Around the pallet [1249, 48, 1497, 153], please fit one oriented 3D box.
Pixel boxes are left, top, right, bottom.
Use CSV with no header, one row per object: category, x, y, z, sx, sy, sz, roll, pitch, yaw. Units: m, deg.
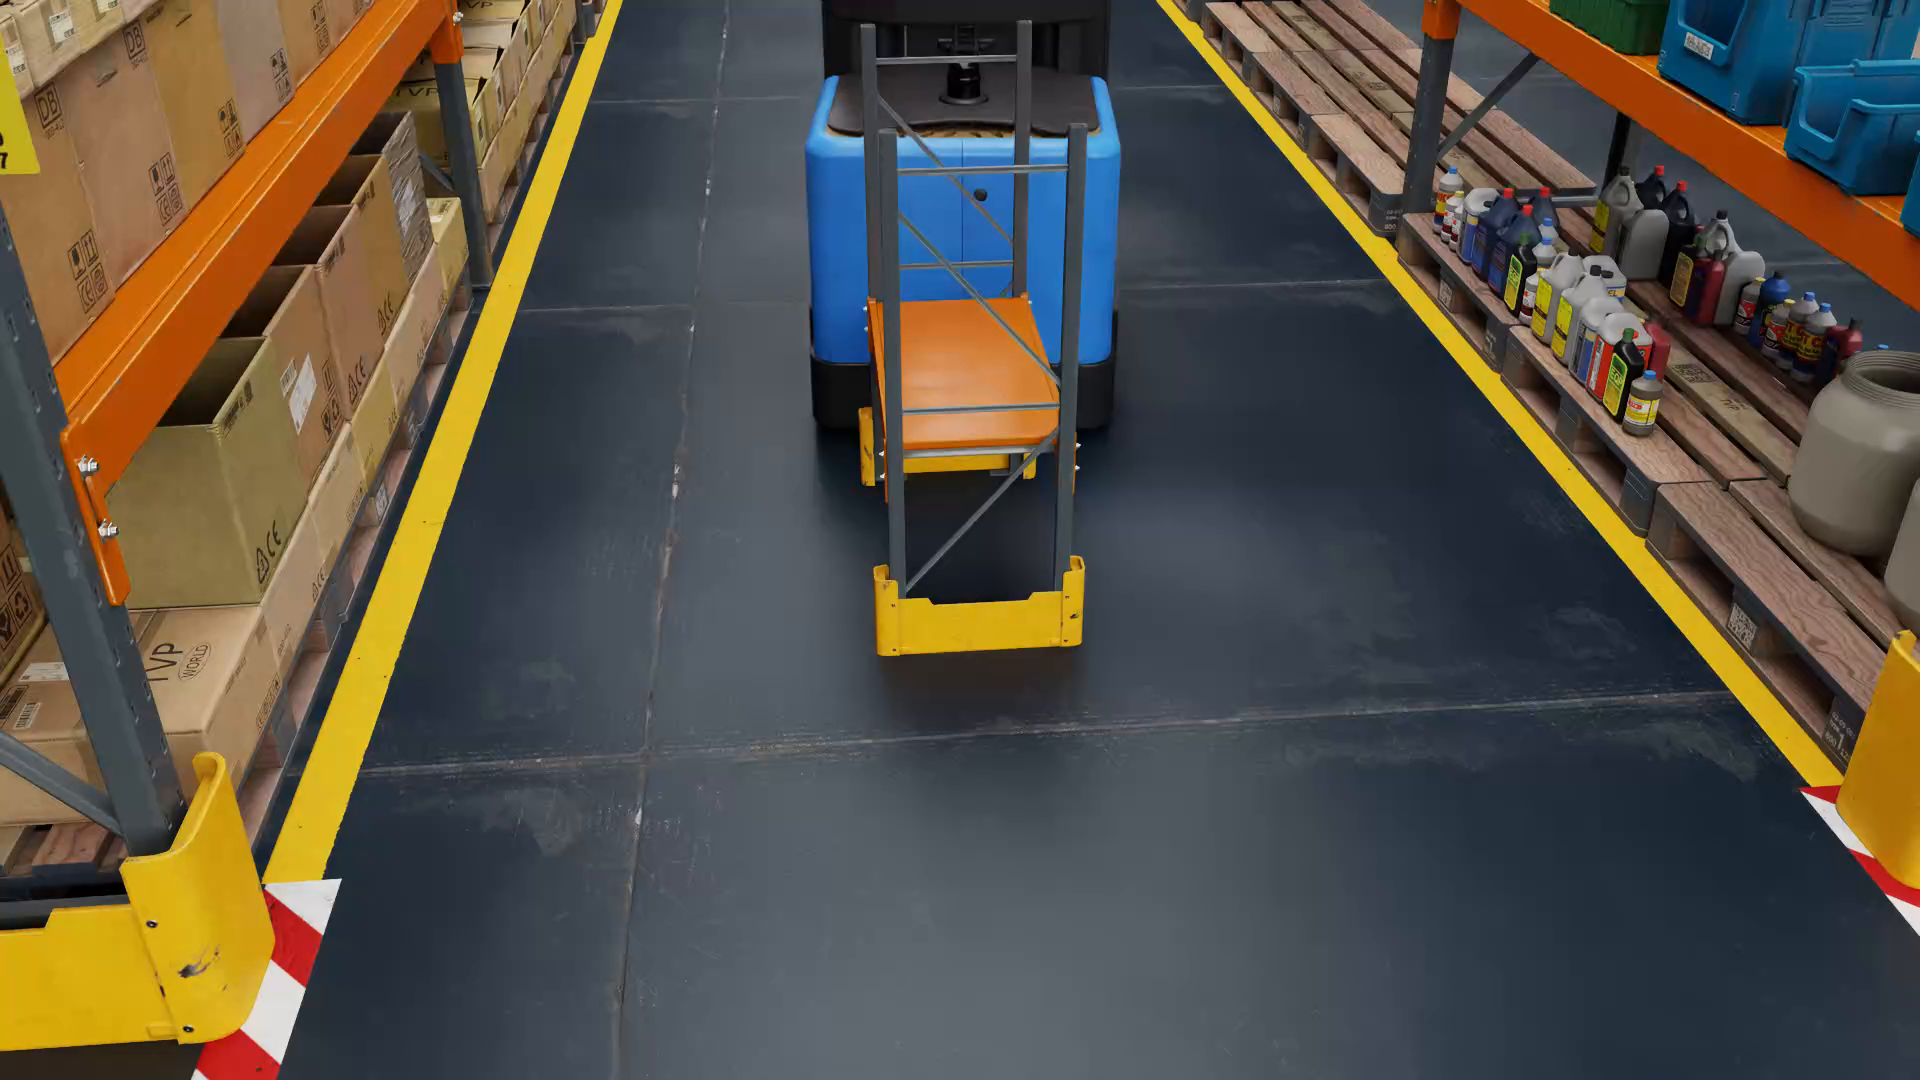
pallet,2.217,-2.415,9.087,1.003,0.211,1.213,-3,31,-5

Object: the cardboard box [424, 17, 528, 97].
cardboard box,-2.368,-2.337,7.962,0.500,0.311,0.500,-4,31,-6

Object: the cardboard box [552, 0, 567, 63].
cardboard box,-2.516,-2.875,9.410,0.500,0.250,0.500,-3,31,-5

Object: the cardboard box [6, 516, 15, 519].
cardboard box,-2.564,-0.080,4.731,0.500,0.250,0.500,-3,31,-5

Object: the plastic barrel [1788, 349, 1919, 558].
plastic barrel,2.635,-0.247,4.755,0.421,0.512,0.421,0,31,0

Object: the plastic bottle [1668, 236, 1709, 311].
plastic bottle,2.742,-1.015,6.245,0.061,0.283,0.133,-3,31,-5

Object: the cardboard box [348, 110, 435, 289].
cardboard box,-2.190,-1.193,5.862,0.500,0.500,0.500,-3,31,-5

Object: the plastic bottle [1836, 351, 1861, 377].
plastic bottle,2.951,-0.527,5.507,0.097,0.201,0.097,0,31,0

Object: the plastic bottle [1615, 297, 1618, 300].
plastic bottle,2.299,-0.764,5.903,0.097,0.201,0.097,0,31,0

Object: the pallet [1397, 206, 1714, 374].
pallet,2.467,-1.046,6.796,1.003,0.211,1.213,-3,31,-5

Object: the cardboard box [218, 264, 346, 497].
cardboard box,-2.049,-0.427,4.580,0.500,0.500,0.500,-3,31,-5

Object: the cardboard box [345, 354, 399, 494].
cardboard box,-2.079,-0.361,5.201,0.500,0.250,0.500,-3,31,-5

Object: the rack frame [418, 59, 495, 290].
rack frame,-2.486,-2.353,6.264,1.000,3.000,0.127,-3,31,-5

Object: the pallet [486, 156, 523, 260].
pallet,-2.594,-1.530,7.606,1.003,0.211,1.213,-3,31,-5

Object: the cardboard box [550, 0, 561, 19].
cardboard box,-2.510,-3.115,9.265,0.500,0.311,0.500,-3,31,-5

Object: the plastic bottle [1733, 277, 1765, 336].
plastic bottle,2.891,-0.856,6.058,0.097,0.201,0.097,0,31,0

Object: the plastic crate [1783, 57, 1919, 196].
plastic crate,2.420,-1.055,4.237,0.499,0.251,0.408,-3,31,-5

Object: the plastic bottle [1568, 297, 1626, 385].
plastic bottle,2.203,-0.683,5.696,0.152,0.276,0.135,-4,31,-6

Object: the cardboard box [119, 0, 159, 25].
cardboard box,-2.005,-1.234,3.661,0.380,0.149,0.250,-3,31,-5

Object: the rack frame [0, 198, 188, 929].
rack frame,-2.112,-0.311,2.845,1.000,3.000,0.127,-3,31,-5

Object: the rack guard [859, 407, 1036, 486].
rack guard,-0.039,-0.323,5.546,0.587,0.250,0.087,-3,31,-5

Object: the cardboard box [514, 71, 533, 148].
cardboard box,-2.375,-2.096,8.106,0.500,0.250,0.500,-4,31,-6

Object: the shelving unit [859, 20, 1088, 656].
shelving unit,0.007,-0.605,4.800,0.587,1.500,1.083,-3,31,-5

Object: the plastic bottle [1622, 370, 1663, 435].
plastic bottle,2.212,-0.450,5.379,0.097,0.201,0.097,0,31,0

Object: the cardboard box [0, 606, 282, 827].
cardboard box,-1.941,0.405,3.919,0.500,0.250,0.500,-3,31,-5

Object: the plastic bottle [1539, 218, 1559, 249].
plastic bottle,2.242,-1.106,6.408,0.097,0.271,0.097,0,31,0

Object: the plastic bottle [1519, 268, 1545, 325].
plastic bottle,2.129,-0.902,6.135,0.097,0.201,0.097,0,31,0

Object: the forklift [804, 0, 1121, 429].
forklift,0.026,-2.359,6.342,1.130,2.935,3.031,0,31,1

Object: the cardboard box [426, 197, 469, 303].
cardboard box,-2.225,-1.127,6.483,0.500,0.250,0.500,-3,31,-5

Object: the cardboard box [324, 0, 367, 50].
cardboard box,-2.382,-1.901,5.410,0.700,0.500,0.500,-3,31,-5

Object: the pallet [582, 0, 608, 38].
pallet,-2.892,-3.581,11.040,1.003,0.211,1.213,-3,31,-5

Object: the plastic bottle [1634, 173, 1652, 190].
plastic bottle,2.819,-1.381,6.857,0.061,0.283,0.133,-1,31,-2

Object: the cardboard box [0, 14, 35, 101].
cardboard box,-1.934,-0.843,3.006,0.380,0.149,0.250,-3,31,-5

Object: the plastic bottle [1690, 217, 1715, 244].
plastic bottle,2.868,-1.117,6.415,0.061,0.283,0.133,-1,31,-1

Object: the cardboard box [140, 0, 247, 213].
cardboard box,-2.238,-1.114,4.093,0.700,0.500,0.500,-3,31,-4

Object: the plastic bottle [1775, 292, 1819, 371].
plastic bottle,2.919,-0.730,5.779,0.097,0.271,0.097,0,31,0

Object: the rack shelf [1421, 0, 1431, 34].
rack shelf,2.259,-3.301,8.552,1.077,0.370,4.000,-3,31,-5

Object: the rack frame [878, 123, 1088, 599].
rack frame,0.055,-0.341,4.358,0.500,1.500,0.032,-3,31,-5

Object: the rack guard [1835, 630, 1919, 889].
rack guard,2.766,0.490,3.942,1.175,0.500,0.348,-3,31,-5

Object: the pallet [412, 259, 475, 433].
pallet,-2.453,-0.748,6.296,1.003,0.211,1.213,-3,31,-5

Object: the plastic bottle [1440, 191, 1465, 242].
plastic bottle,2.049,-1.340,6.869,0.097,0.201,0.097,0,31,0

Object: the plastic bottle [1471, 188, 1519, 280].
plastic bottle,2.108,-1.208,6.502,0.144,0.351,0.185,-2,31,-3

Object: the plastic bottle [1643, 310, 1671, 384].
plastic bottle,2.321,-0.621,5.584,0.061,0.283,0.133,-3,31,-5
